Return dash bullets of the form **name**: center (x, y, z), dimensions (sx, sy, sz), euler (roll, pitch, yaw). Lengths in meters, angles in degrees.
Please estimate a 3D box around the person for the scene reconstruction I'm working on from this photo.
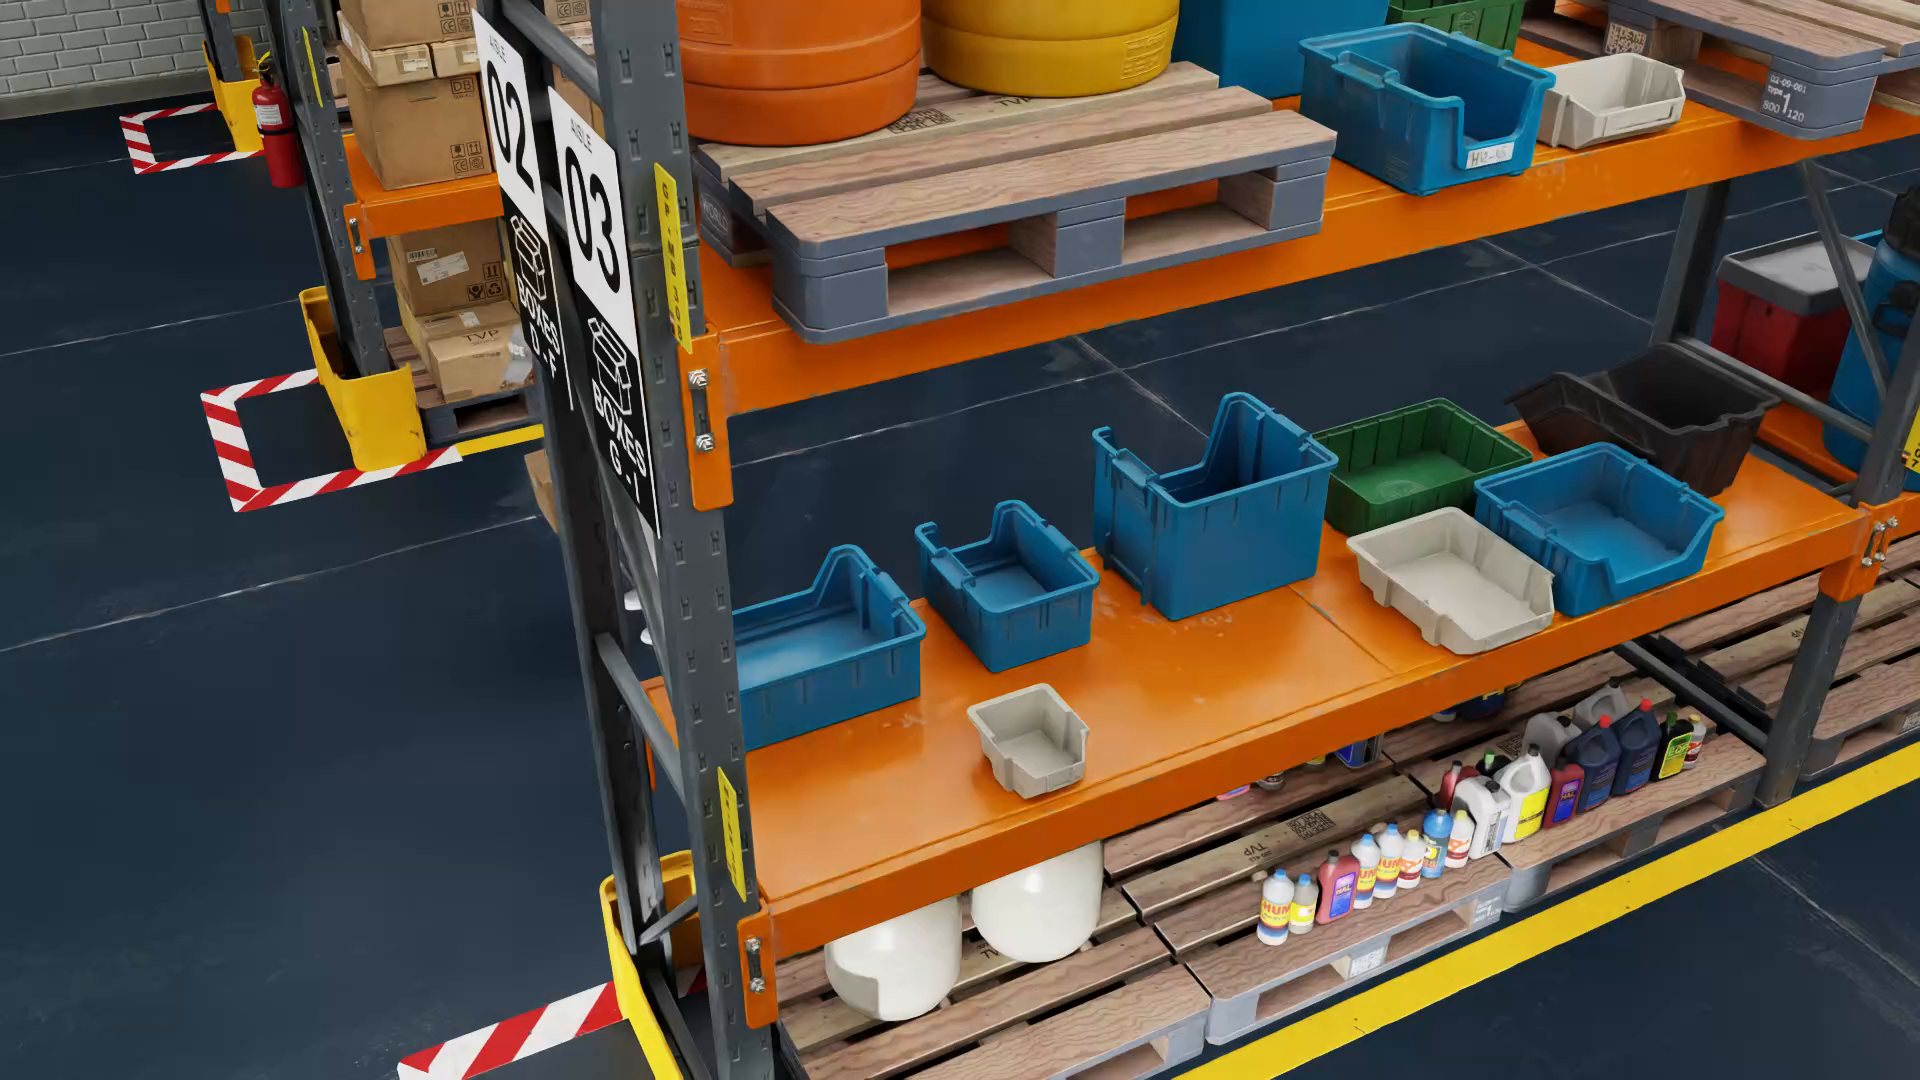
- **person**: center (-1.388, -0.263, 6.704), dimensions (0.772, 1.493, 0.456), euler (-17, 37, -24)
